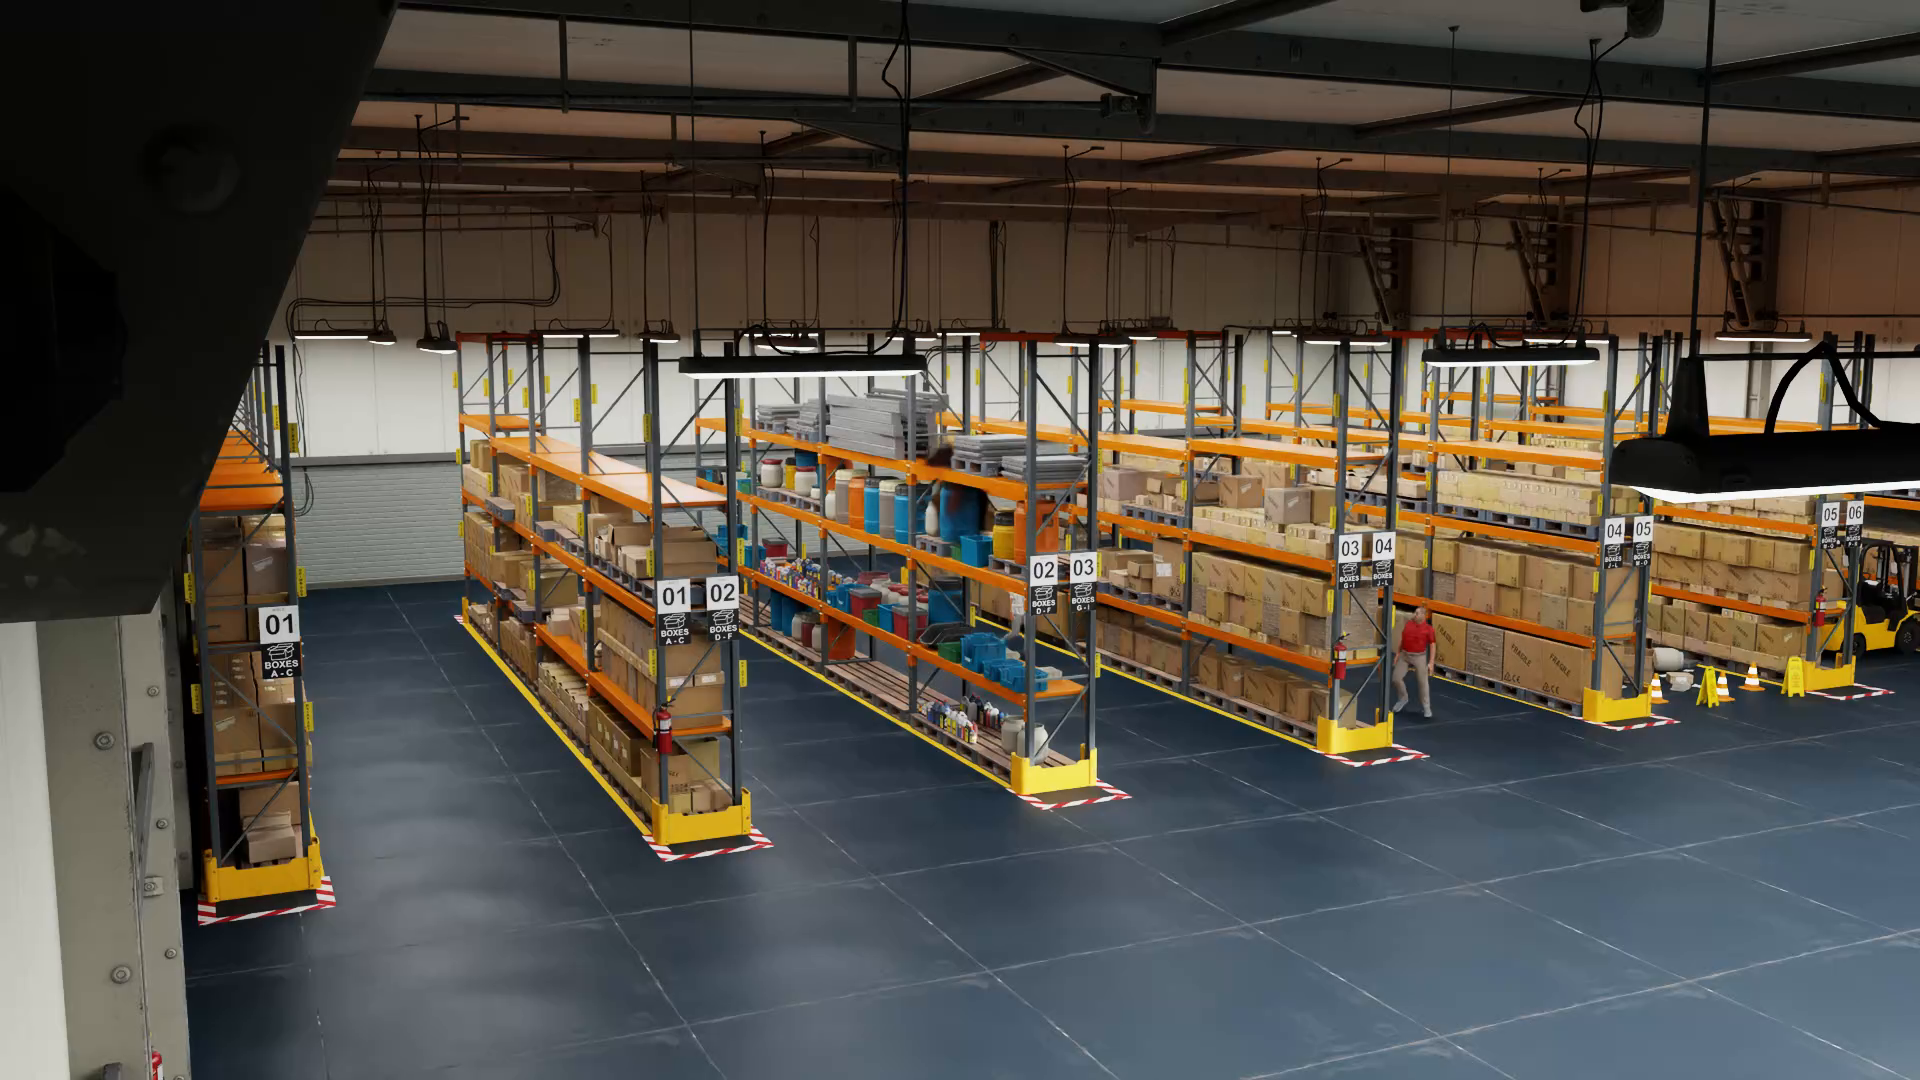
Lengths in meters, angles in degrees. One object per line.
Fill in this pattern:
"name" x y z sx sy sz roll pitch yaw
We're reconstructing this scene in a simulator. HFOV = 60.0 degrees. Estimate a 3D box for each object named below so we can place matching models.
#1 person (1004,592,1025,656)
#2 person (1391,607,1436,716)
"person" 1.136 1.352 30.912 0.511 1.629 0.665 -4 9 -25
"person" 7.225 1.918 26.444 0.655 1.735 0.397 4 9 26
